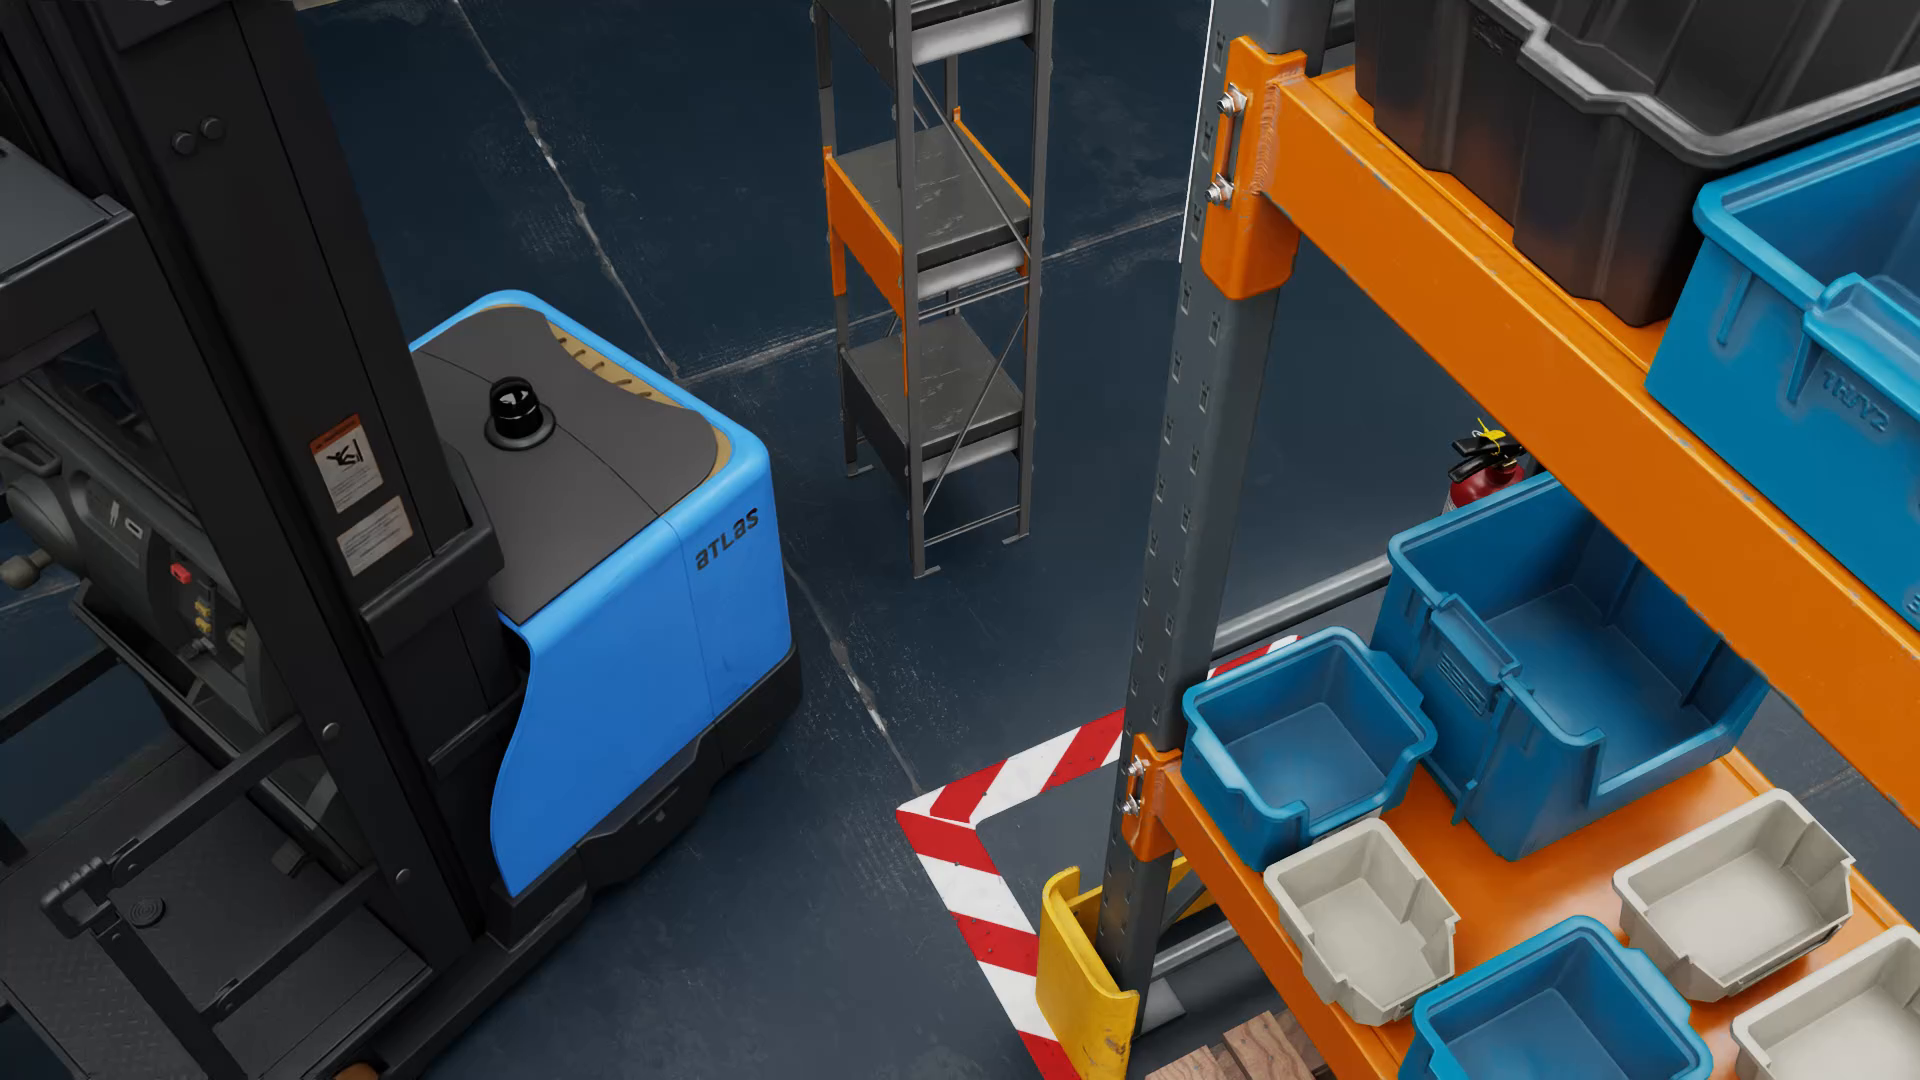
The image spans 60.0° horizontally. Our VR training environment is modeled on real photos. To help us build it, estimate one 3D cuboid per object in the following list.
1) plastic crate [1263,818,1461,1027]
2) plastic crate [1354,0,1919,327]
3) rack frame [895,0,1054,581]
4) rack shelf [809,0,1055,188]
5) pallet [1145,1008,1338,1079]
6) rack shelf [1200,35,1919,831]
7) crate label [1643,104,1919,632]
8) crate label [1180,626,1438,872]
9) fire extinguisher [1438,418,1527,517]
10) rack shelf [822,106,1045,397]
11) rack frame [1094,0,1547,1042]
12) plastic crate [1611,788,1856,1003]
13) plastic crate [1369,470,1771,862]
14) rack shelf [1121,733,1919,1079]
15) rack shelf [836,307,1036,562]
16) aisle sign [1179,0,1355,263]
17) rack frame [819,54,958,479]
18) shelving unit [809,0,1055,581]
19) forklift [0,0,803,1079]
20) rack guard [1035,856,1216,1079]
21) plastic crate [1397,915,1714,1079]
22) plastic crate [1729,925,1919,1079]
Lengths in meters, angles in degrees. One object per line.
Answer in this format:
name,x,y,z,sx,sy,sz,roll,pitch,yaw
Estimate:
plastic crate,0.683,0.662,2.813,0.250,0.136,0.298,-21,52,-18
plastic crate,0.718,-0.518,1.804,0.497,0.269,0.590,-21,52,-18
rack frame,0.036,-0.639,4.414,0.400,2.100,0.015,-21,52,-18
rack shelf,-0.076,-1.254,4.040,0.431,0.518,0.480,-21,52,-18
pallet,1.133,1.557,3.748,1.003,0.211,1.213,-21,52,-18
rack shelf,1.705,0.661,1.164,1.077,0.370,4.000,-21,52,-18
crate label,0.925,-0.137,1.483,0.408,0.251,0.502,-21,52,-18
crate label,0.610,0.387,2.990,0.416,0.233,0.303,-21,52,-18
fire extinguisher,1.125,-0.036,3.588,0.296,0.674,0.183,-21,52,-18
rack shelf,-0.076,-0.793,4.567,0.431,0.518,0.480,-21,52,-18
rack frame,0.790,0.073,3.193,1.000,3.000,0.127,-21,52,-18
plastic crate,1.324,0.624,2.847,0.396,0.136,0.243,-21,52,-18
plastic crate,1.109,0.202,3.018,0.616,0.435,0.499,-21,52,-18
rack shelf,1.705,1.649,2.293,1.077,0.370,4.000,-21,52,-18
rack shelf,-0.076,-0.332,5.094,0.431,0.518,0.480,-21,52,-18
aisle sign,0.493,-0.729,2.167,0.394,0.787,0.004,-21,52,-18
rack frame,-0.187,-0.965,4.699,0.400,2.100,0.015,-21,52,-18
shelving unit,-0.076,-0.802,4.557,0.431,2.100,0.503,-21,52,-18
forklift,-1.776,0.134,3.185,1.130,2.935,3.031,32,56,25
rack guard,0.767,0.885,4.144,1.175,0.500,0.348,-21,52,-18
plastic crate,0.911,0.828,2.605,0.416,0.233,0.300,-21,52,-18
plastic crate,1.444,0.823,2.673,0.396,0.136,0.243,-21,52,-18
